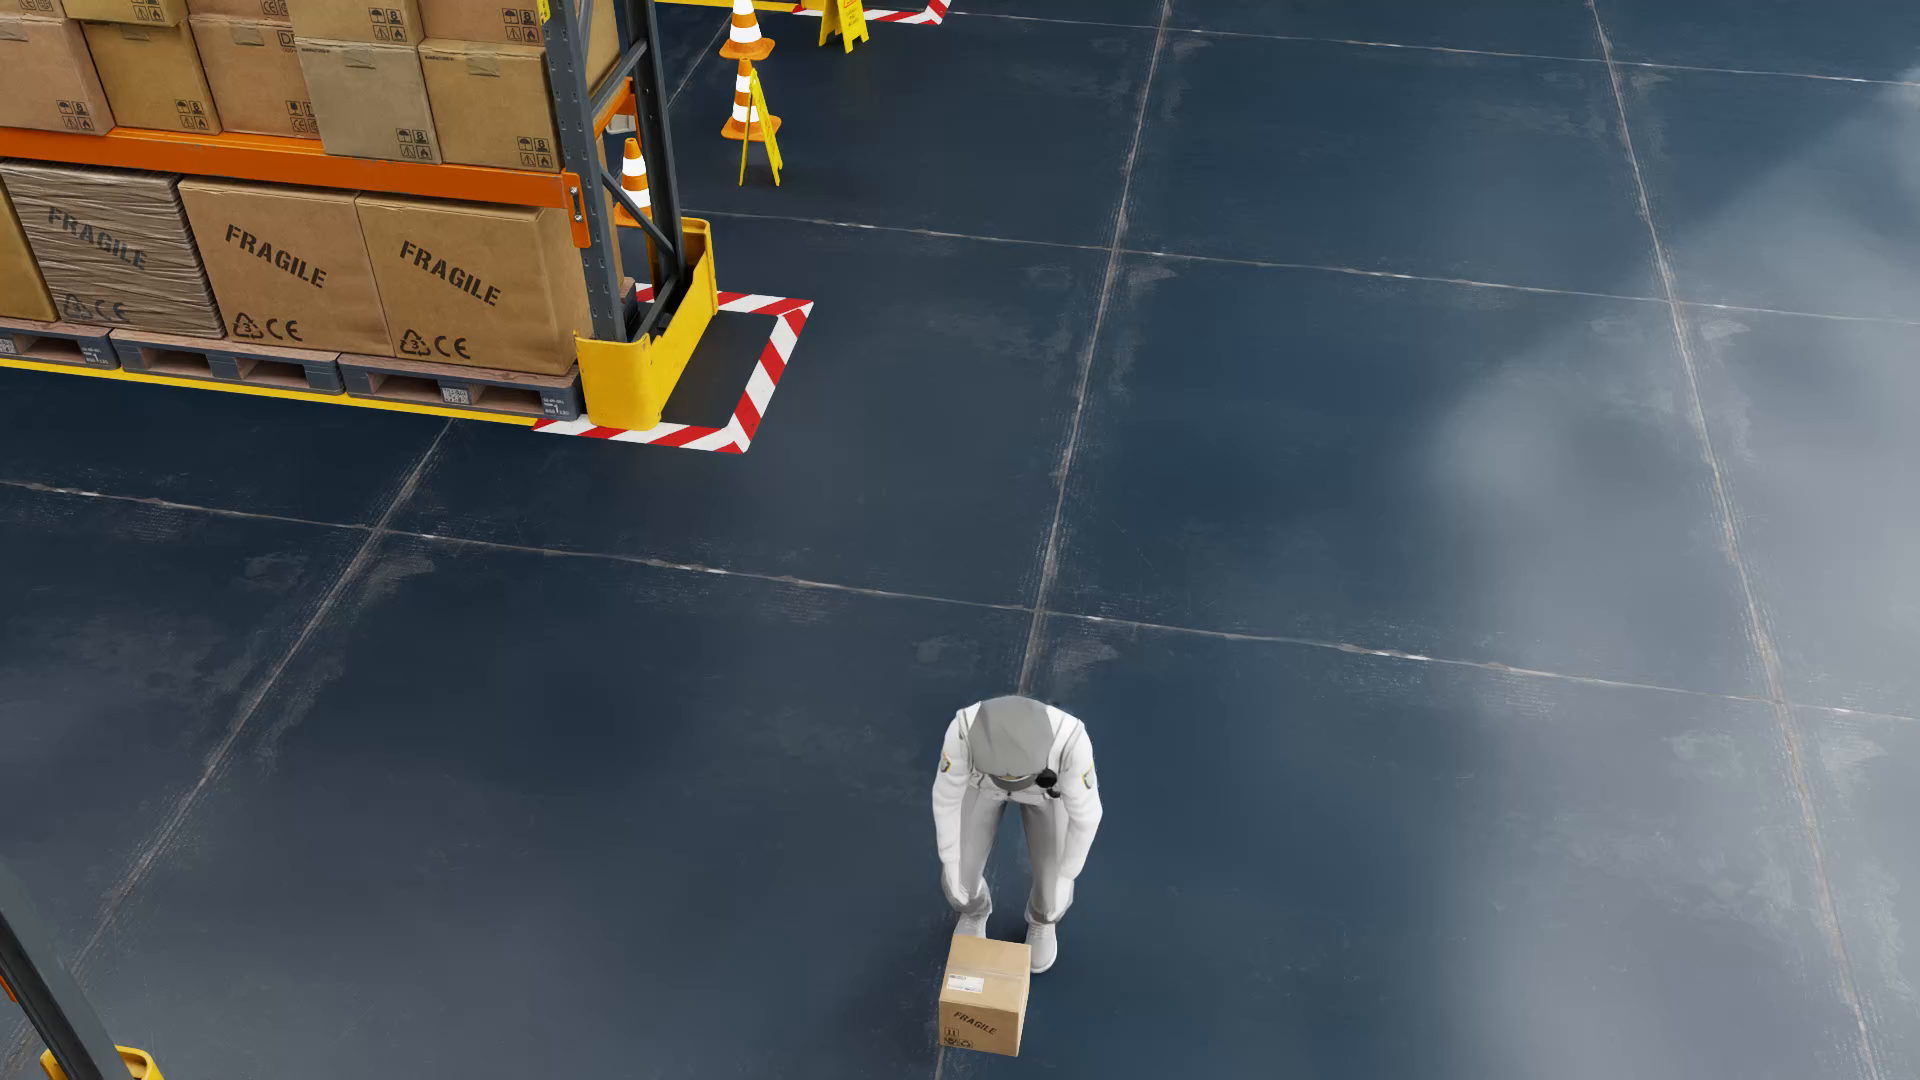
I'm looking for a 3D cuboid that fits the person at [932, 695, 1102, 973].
[{"bbox_3d":[0.185,0.903,5.320,0.535,1.399,0.691,7,41,8],"label":"person"}]
